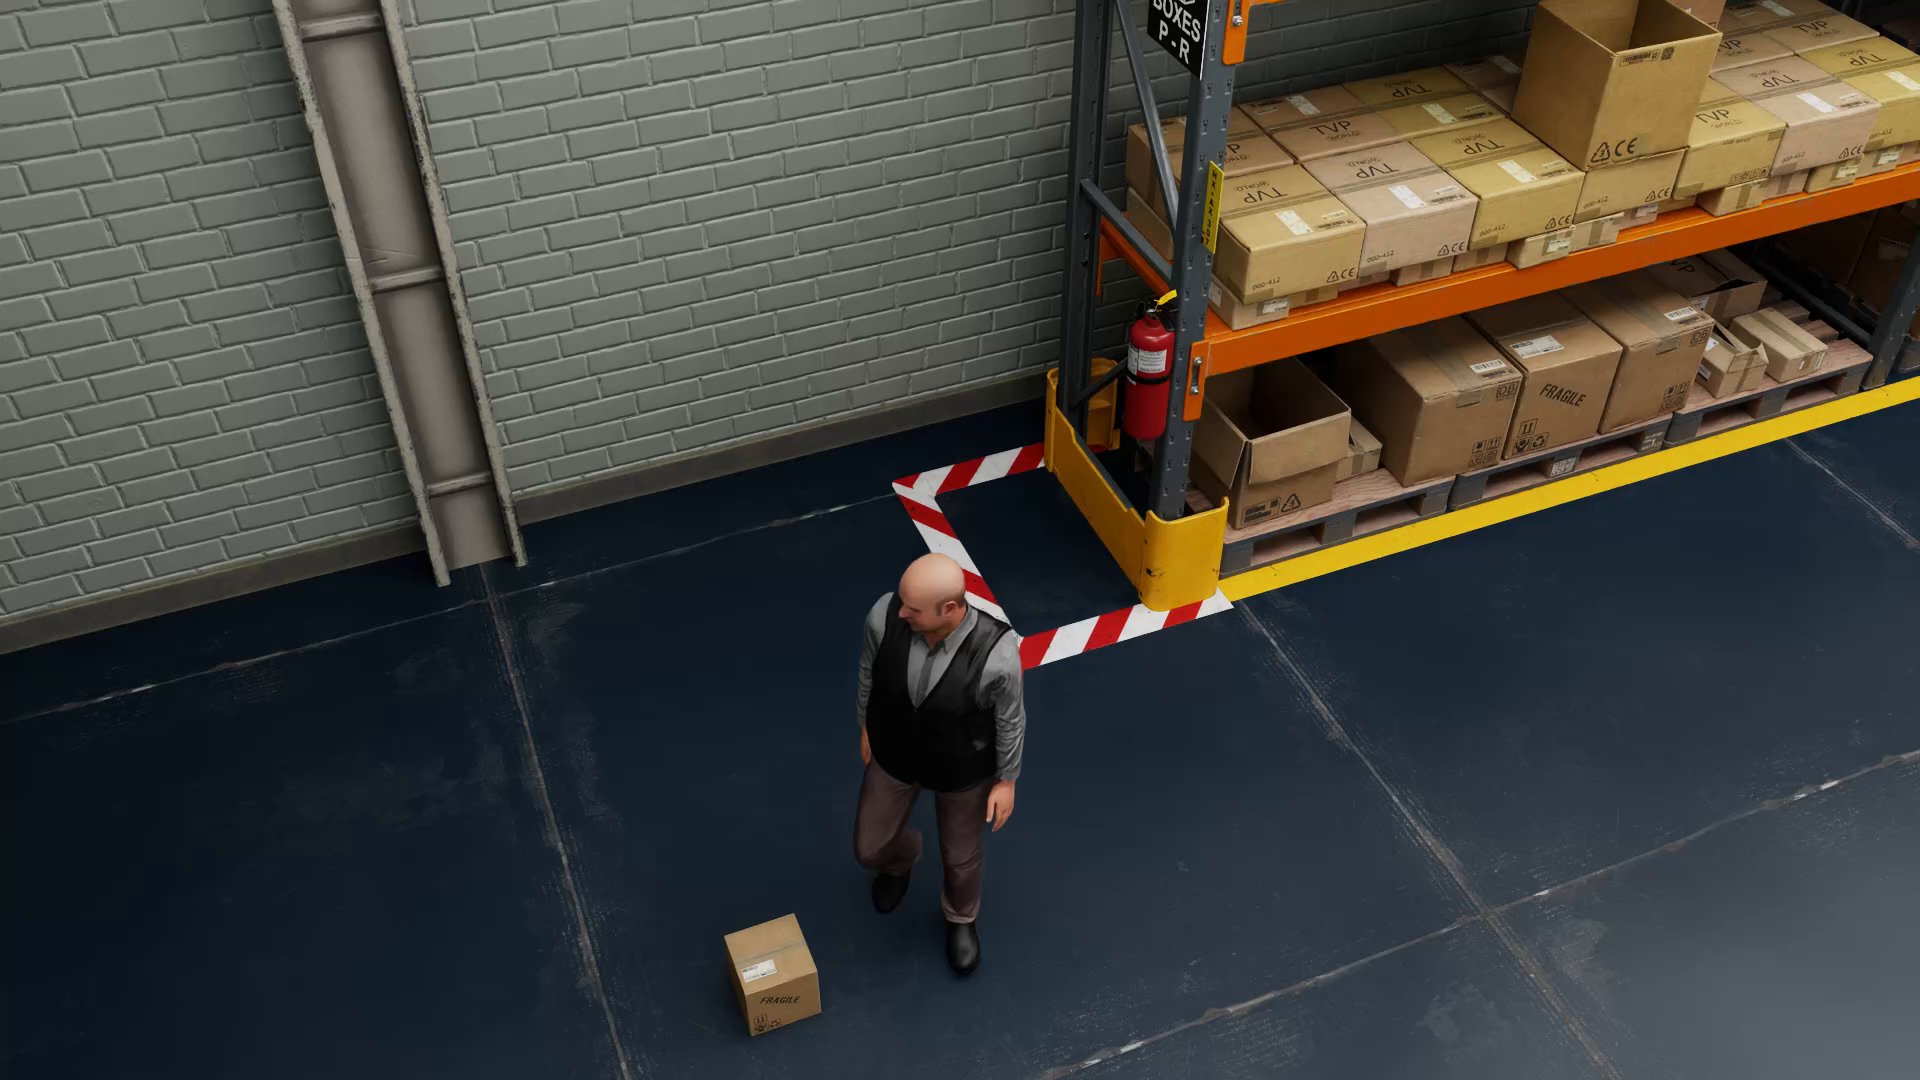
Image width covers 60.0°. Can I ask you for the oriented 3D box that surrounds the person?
[{"bbox_3d":[-0.073,0.721,5.367,0.568,1.752,0.418,13,43,14],"label":"person"}]
